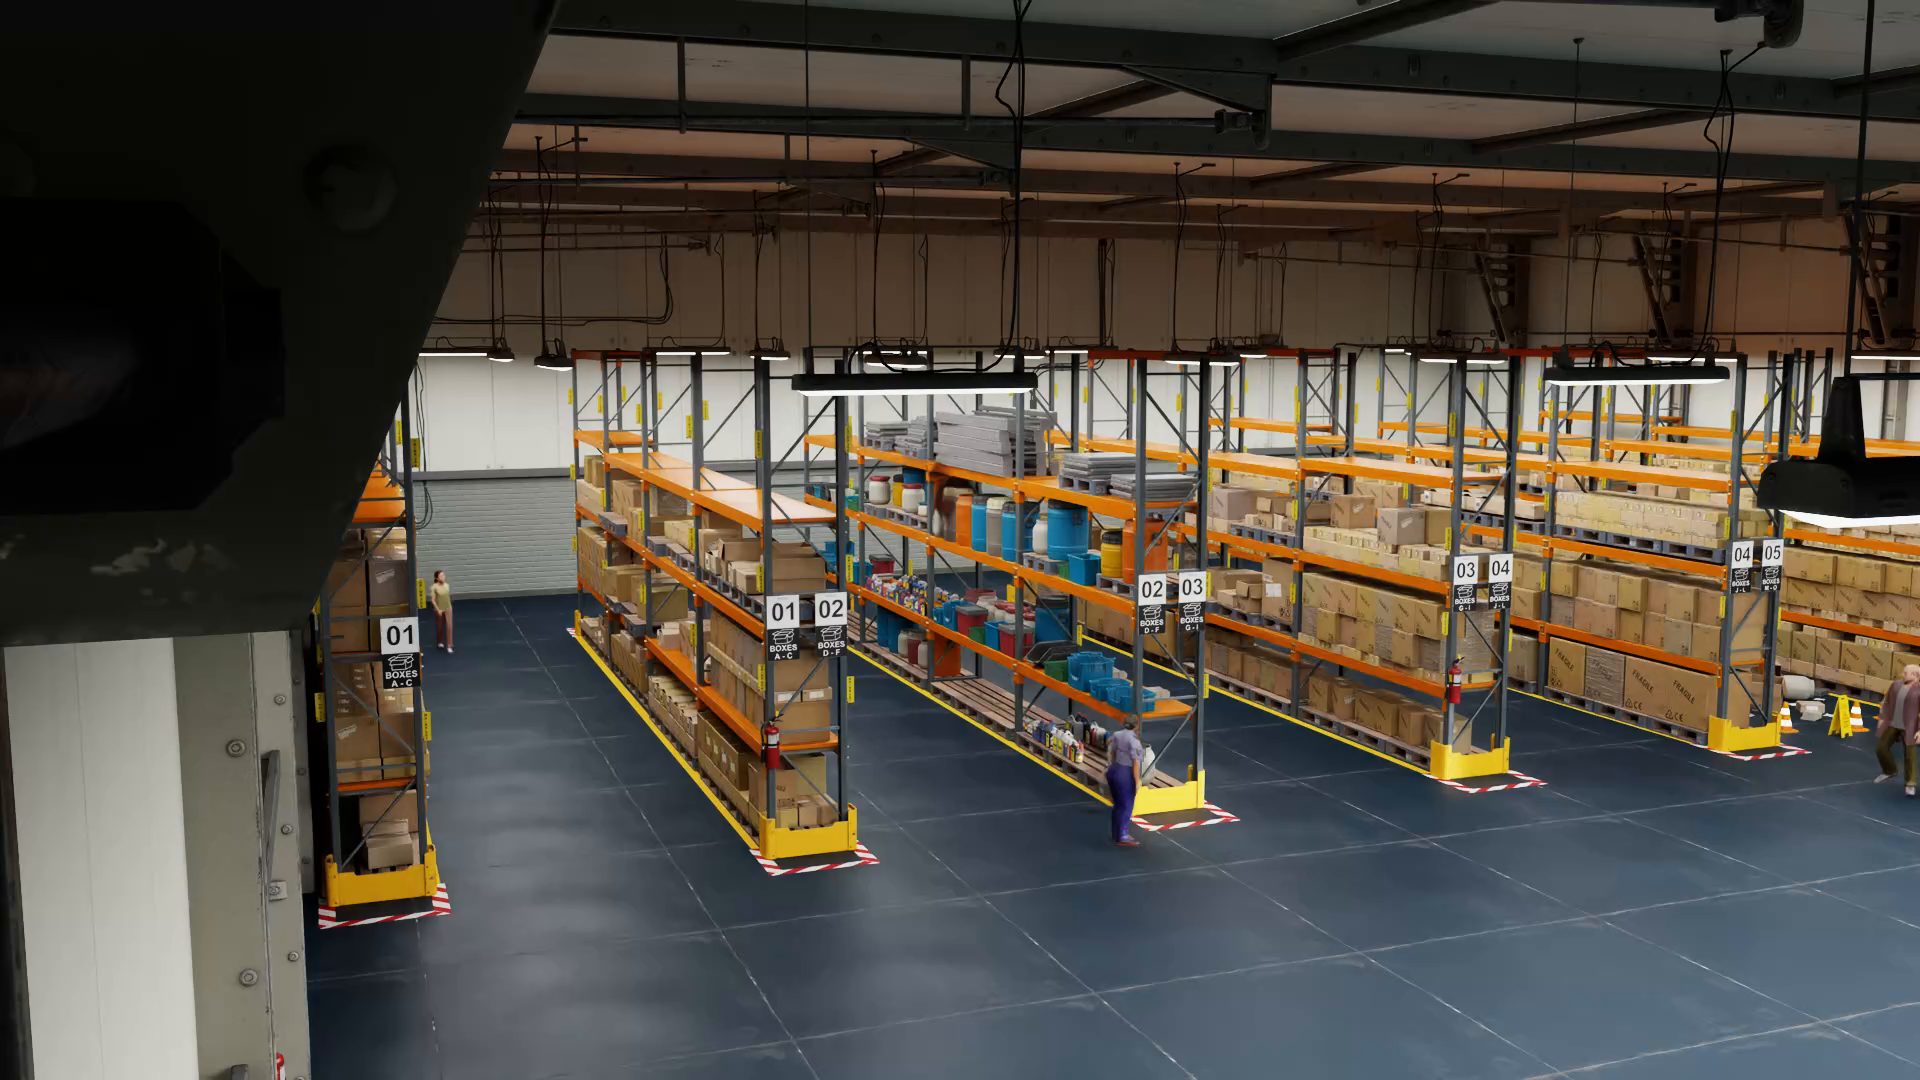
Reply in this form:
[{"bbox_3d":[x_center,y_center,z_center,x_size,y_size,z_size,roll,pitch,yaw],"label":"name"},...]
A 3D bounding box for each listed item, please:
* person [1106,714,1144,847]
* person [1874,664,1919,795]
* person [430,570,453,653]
[{"bbox_3d":[2.056,2.969,20.623,0.406,1.659,0.506,-4,8,-29],"label":"person"},{"bbox_3d":[13.030,2.586,23.000,0.556,1.780,0.654,-7,10,-44],"label":"person"},{"bbox_3d":[-10.317,1.406,33.091,0.429,1.620,0.956,-3,8,-21],"label":"person"}]
